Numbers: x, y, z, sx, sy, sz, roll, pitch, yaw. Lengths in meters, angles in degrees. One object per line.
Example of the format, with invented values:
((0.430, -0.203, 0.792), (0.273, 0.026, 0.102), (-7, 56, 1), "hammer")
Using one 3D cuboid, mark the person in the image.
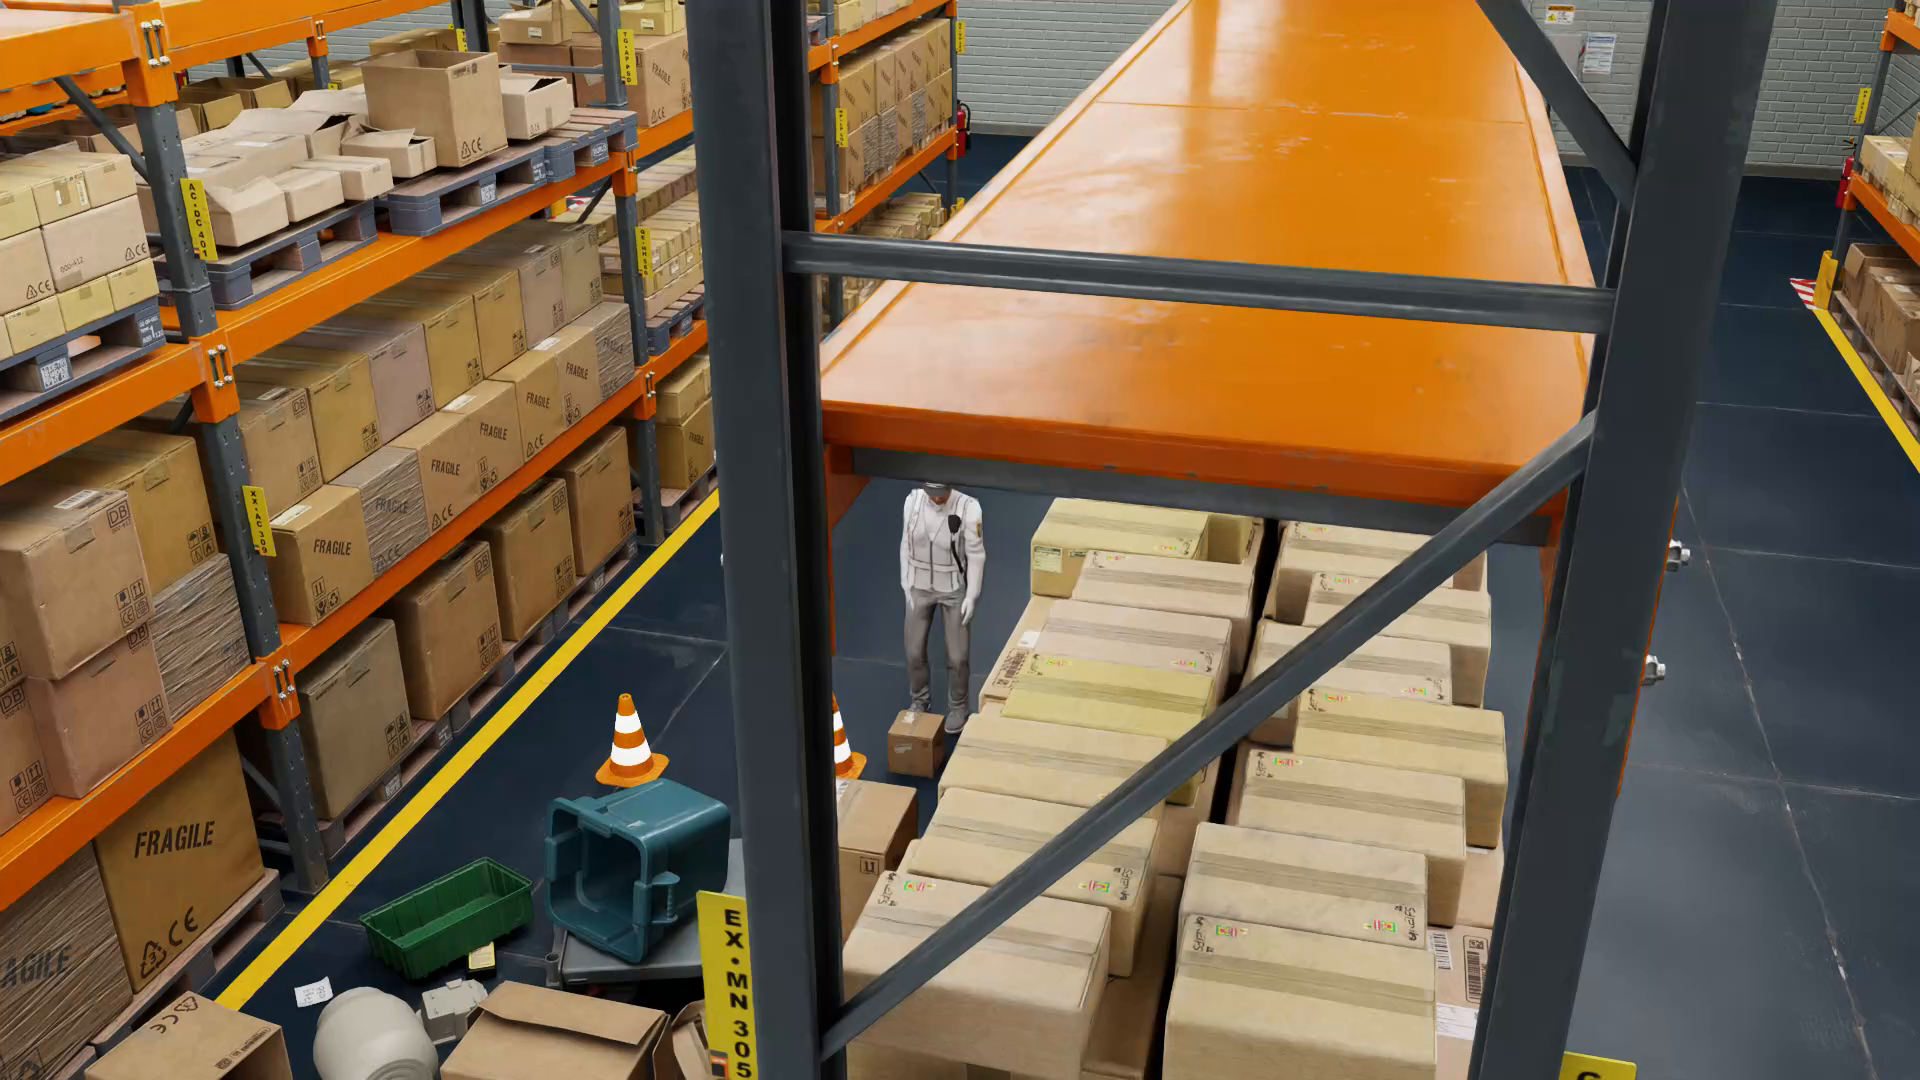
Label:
((-0.102, 0.303, 9.108), (0.496, 1.635, 0.428), (7, 26, 14), "person")
